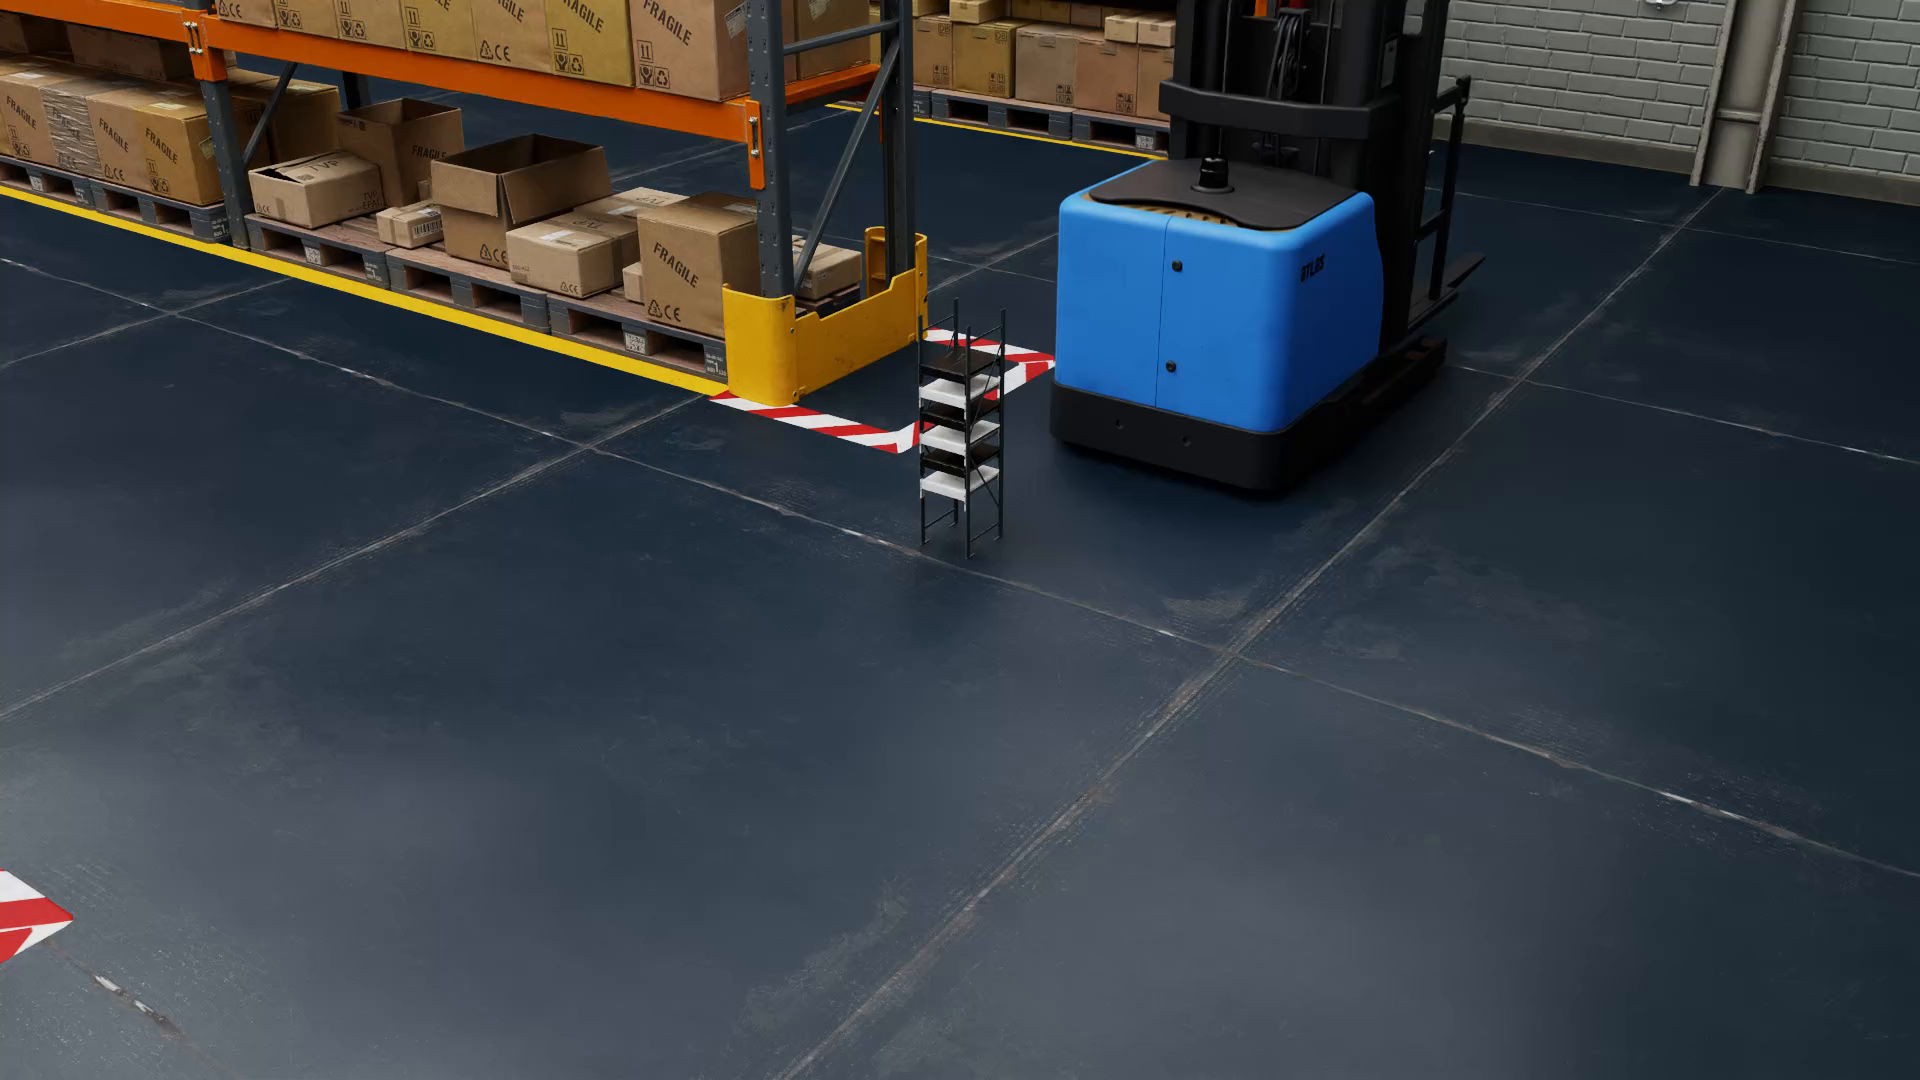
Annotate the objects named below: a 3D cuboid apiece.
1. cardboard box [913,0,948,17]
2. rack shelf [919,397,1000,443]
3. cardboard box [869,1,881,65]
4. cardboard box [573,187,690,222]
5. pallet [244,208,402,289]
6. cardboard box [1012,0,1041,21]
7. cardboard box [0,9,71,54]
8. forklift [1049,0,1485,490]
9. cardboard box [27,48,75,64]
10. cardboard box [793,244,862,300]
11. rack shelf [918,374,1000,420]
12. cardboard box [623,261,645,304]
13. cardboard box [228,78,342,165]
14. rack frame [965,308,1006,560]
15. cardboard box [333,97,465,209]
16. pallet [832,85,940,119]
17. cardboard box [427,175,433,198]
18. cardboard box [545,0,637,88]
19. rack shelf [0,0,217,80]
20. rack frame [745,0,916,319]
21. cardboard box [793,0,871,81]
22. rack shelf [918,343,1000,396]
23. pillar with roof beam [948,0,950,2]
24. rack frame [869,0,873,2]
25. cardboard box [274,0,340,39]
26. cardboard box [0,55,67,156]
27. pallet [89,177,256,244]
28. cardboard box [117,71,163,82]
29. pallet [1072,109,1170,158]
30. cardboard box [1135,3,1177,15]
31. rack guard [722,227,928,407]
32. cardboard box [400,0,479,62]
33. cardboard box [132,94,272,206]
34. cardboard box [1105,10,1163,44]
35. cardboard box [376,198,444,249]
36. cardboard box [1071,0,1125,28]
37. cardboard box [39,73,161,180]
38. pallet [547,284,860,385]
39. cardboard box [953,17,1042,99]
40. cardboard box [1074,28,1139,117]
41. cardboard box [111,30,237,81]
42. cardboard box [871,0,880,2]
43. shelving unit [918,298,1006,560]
[{"bbox_3d":[-0.302,-4.017,12.413,0.250,0.149,0.380,19,32,32],"label":"cardboard box"},{"bbox_3d":[0.007,-0.449,6.016,0.200,0.077,0.258,17,32,30],"label":"rack shelf"},{"bbox_3d":[-0.481,-3.884,12.867,0.500,0.500,0.700,18,32,31],"label":"cardboard box"},{"bbox_3d":[-1.655,-1.634,8.700,0.500,0.250,0.500,17,32,30],"label":"cardboard box"},{"bbox_3d":[-3.275,-1.768,9.492,1.213,0.211,1.003,17,32,30],"label":"pallet"},{"bbox_3d":[0.586,-3.951,12.284,0.250,0.149,0.380,17,31,29],"label":"cardboard box"},{"bbox_3d":[-6.185,-3.466,11.198,0.500,0.250,0.500,19,32,32],"label":"cardboard box"},{"bbox_3d":[1.618,-2.118,7.180,1.130,2.935,3.031,17,32,30],"label":"forklift"},{"bbox_3d":[-5.807,-3.012,11.132,0.500,0.500,0.500,16,31,29],"label":"cardboard box"},{"bbox_3d":[-0.694,-1.322,8.199,0.250,0.149,0.380,17,32,30],"label":"cardboard box"},{"bbox_3d":[0.007,-0.530,5.975,0.200,0.077,0.258,17,32,30],"label":"rack shelf"},{"bbox_3d":[-1.414,-1.279,8.095,0.250,0.166,0.380,17,32,30],"label":"cardboard box"},{"bbox_3d":[-4.101,-2.485,10.097,0.500,0.500,0.500,16,31,28],"label":"cardboard box"},{"bbox_3d":[0.090,-0.373,5.990,0.006,0.900,0.240,17,32,30],"label":"rack frame"},{"bbox_3d":[-3.210,-2.230,9.595,0.500,0.500,0.500,17,32,30],"label":"cardboard box"},{"bbox_3d":[-0.456,-3.574,13.039,1.213,0.211,1.003,17,32,30],"label":"pallet"},{"bbox_3d":[-2.592,-1.953,9.260,0.500,0.311,0.500,17,32,30],"label":"cardboard box"},{"bbox_3d":[-1.496,-2.351,7.451,0.500,0.500,0.500,18,32,31],"label":"cardboard box"},{"bbox_3d":[-5.489,-3.381,10.379,4.000,0.370,1.077,17,32,30],"label":"rack shelf"},{"bbox_3d":[-0.543,-2.161,7.189,0.127,3.000,1.000,17,32,30],"label":"rack frame"},{"bbox_3d":[-0.760,-2.418,7.584,0.500,0.500,0.500,18,32,31],"label":"cardboard box"},{"bbox_3d":[0.007,-0.610,5.934,0.200,0.077,0.258,17,32,30],"label":"rack shelf"},{"bbox_3d":[-2.410,-6.249,8.607,0.400,9.000,9.100,17,32,30],"label":"pillar with roof beam"},{"bbox_3d":[-1.039,-5.041,12.848,0.127,3.000,1.000,17,32,30],"label":"rack frame"},{"bbox_3d":[-3.151,-2.869,8.471,0.500,0.500,0.500,18,32,31],"label":"cardboard box"},{"bbox_3d":[-6.079,-2.810,10.736,0.500,0.500,0.500,17,31,30],"label":"cardboard box"},{"bbox_3d":[-4.532,-2.140,10.222,1.213,0.211,1.003,17,32,30],"label":"pallet"},{"bbox_3d":[-4.955,-2.749,10.616,0.500,0.500,0.500,18,32,31],"label":"cardboard box"},{"bbox_3d":[1.555,-2.947,11.808,1.213,0.211,1.003,17,32,30],"label":"pallet"},{"bbox_3d":[1.423,-3.691,11.773,0.250,0.149,0.380,17,32,30],"label":"cardboard box"},{"bbox_3d":[-0.606,-1.066,7.794,0.348,0.500,1.175,17,32,30],"label":"rack guard"},{"bbox_3d":[-2.320,-2.610,7.961,0.500,0.500,0.500,17,31,30],"label":"cardboard box"},{"bbox_3d":[-4.410,-2.290,9.713,0.500,0.500,0.500,17,32,30],"label":"cardboard box"},{"bbox_3d":[1.204,-3.549,11.493,0.250,0.149,0.380,18,32,32],"label":"cardboard box"},{"bbox_3d":[-2.898,-1.714,8.950,0.250,0.166,0.380,17,32,30],"label":"cardboard box"},{"bbox_3d":[1.007,-3.820,12.027,0.250,0.149,0.380,18,32,31],"label":"cardboard box"},{"bbox_3d":[-5.225,-2.549,10.222,0.500,0.500,0.500,18,32,31],"label":"cardboard box"},{"bbox_3d":[-1.264,-1.142,8.261,1.213,0.211,1.003,17,32,30],"label":"pallet"},{"bbox_3d":[0.353,-3.621,12.351,0.500,0.500,0.700,18,32,31],"label":"cardboard box"},{"bbox_3d":[1.212,-3.358,11.834,0.500,0.500,0.700,17,32,30],"label":"cardboard box"},{"bbox_3d":[-4.926,-3.076,10.432,0.500,0.250,0.500,17,32,30],"label":"cardboard box"},{"bbox_3d":[-0.488,-4.284,12.939,0.250,0.149,0.380,17,32,30],"label":"cardboard box"},{"bbox_3d":[0.007,-0.399,6.042,0.210,0.900,0.258,17,32,30],"label":"shelving unit"}]
